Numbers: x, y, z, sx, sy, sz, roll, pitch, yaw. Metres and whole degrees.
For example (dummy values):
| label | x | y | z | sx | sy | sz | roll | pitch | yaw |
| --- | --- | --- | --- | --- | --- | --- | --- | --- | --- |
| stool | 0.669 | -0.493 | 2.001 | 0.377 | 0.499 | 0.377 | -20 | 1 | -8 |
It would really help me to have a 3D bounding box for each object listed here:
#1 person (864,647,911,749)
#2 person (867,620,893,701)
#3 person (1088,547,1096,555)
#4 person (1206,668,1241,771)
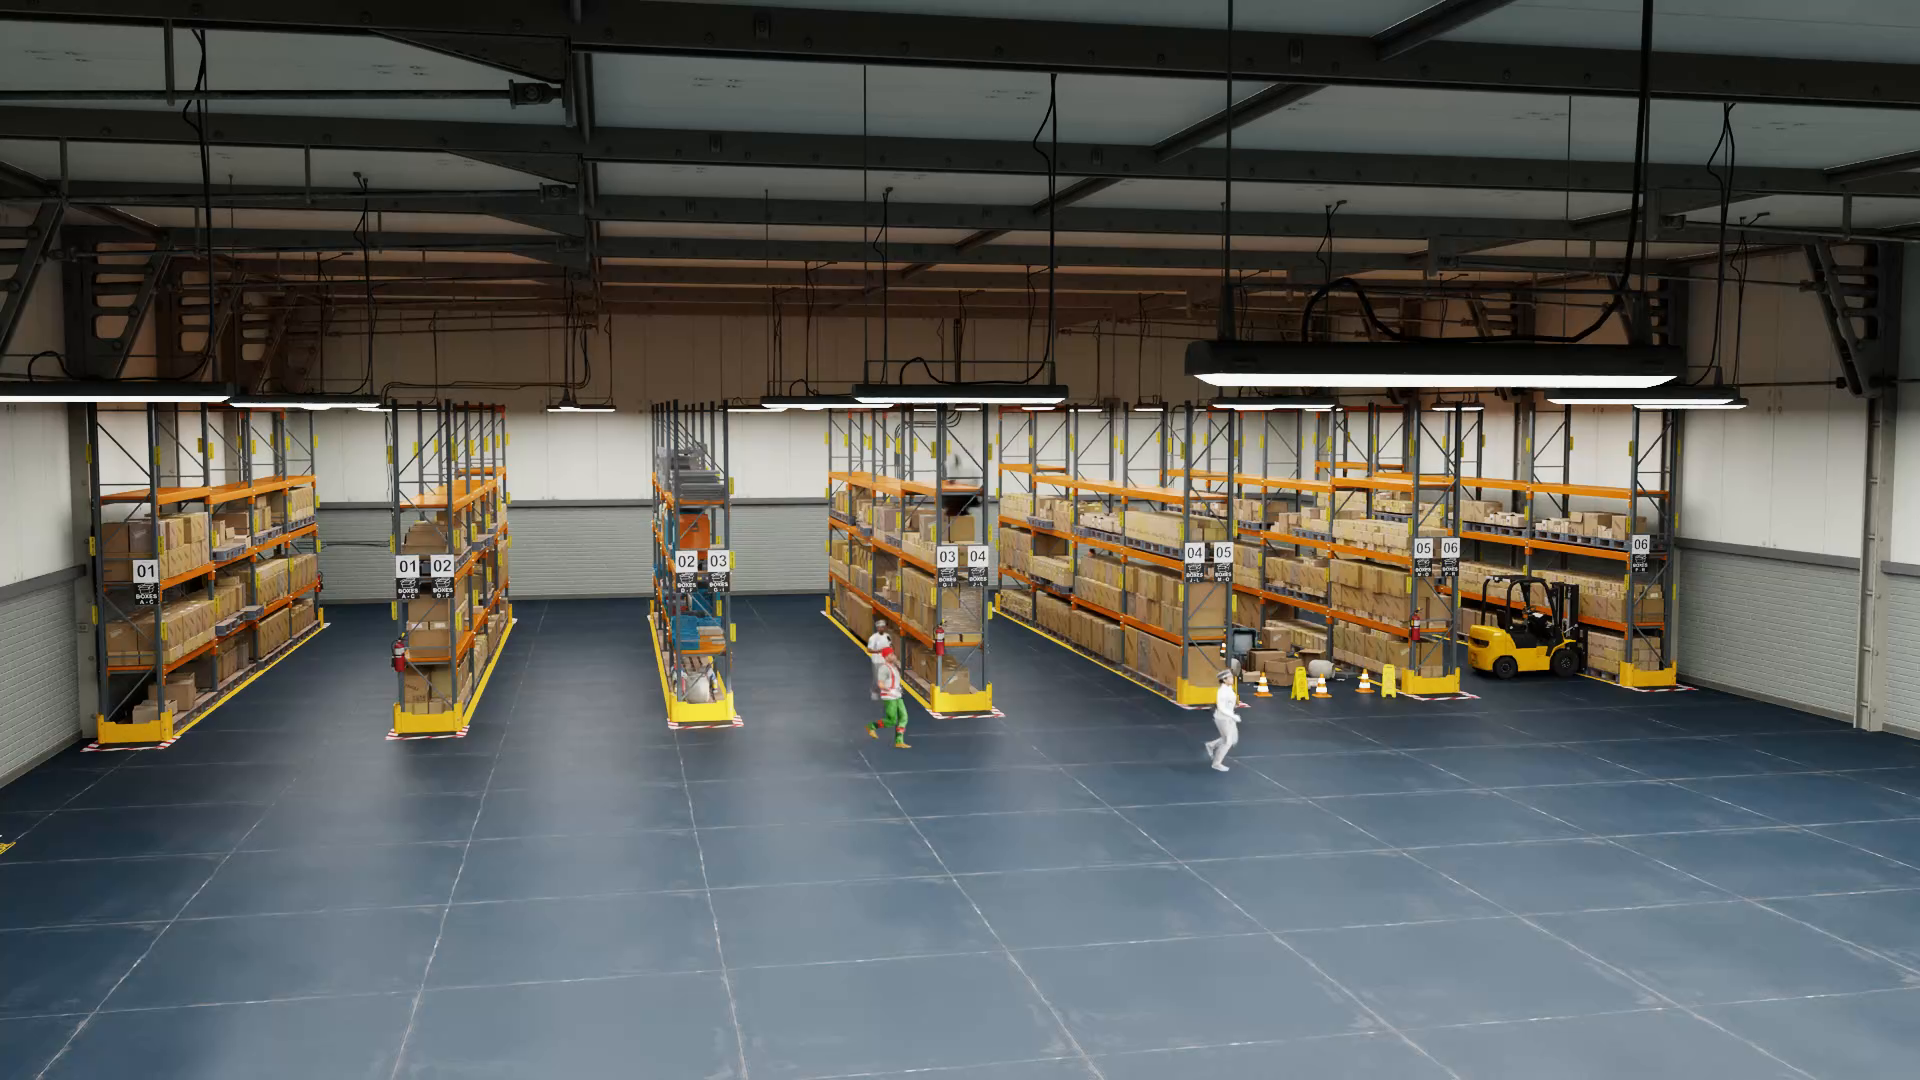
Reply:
| label | x | y | z | sx | sy | sz | roll | pitch | yaw |
| --- | --- | --- | --- | --- | --- | --- | --- | --- | --- |
| person | -1.223 | 2.705 | 28.593 | 0.825 | 1.754 | 0.669 | 1 | 5 | 18 |
| person | -1.540 | 2.395 | 32.574 | 0.583 | 1.683 | 0.914 | -1 | 5 | -19 |
| person | 4.078 | 1.076 | 50.660 | 0.877 | 1.697 | 0.573 | 0 | 4 | 0 |
| person | 4.263 | 2.887 | 26.830 | 0.615 | 1.654 | 0.637 | 2 | 5 | 23 |
